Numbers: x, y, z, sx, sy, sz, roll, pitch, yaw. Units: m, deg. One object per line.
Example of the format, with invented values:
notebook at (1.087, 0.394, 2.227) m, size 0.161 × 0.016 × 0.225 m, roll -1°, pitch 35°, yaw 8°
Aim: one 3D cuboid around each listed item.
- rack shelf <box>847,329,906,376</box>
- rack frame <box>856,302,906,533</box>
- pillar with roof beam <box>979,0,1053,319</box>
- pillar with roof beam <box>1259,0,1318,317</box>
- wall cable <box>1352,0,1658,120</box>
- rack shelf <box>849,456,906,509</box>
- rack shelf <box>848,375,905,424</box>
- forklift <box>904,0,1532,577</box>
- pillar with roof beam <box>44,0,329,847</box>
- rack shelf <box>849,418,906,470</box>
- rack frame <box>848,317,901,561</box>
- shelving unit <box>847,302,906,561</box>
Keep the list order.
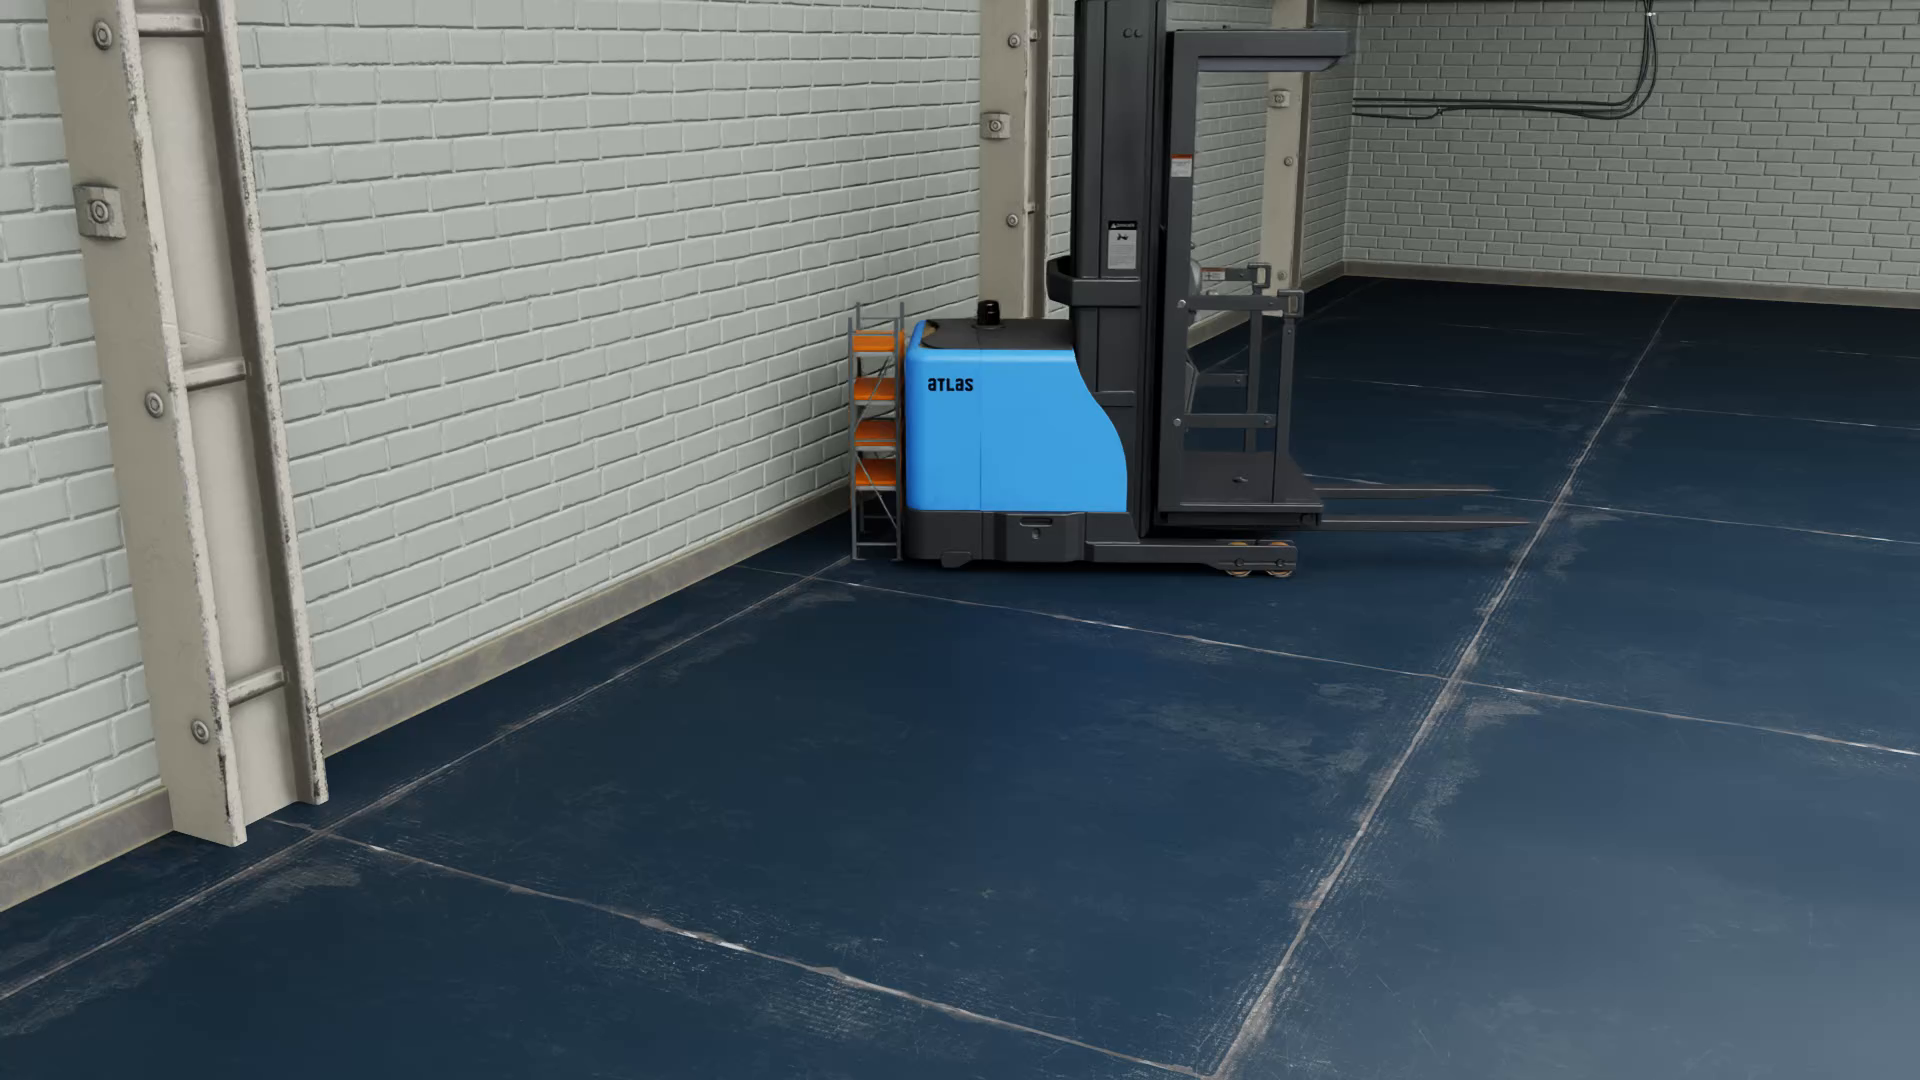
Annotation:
rack shelf at (-0.405, -0.922, 8.142) m, size 0.258 × 0.148 × 0.480 m, roll 0°, pitch 17°, yaw 1°
rack frame at (-0.400, -0.615, 8.488) m, size 0.240 × 1.200 × 0.015 m, roll 0°, pitch 17°, yaw 1°
pillar with roof beam at (4.188, -4.393, 7.511) m, size 9.100 × 9.000 × 0.400 m, roll 8°, pitch 18°, yaw 25°
pillar with roof beam at (6.869, -5.922, 12.656) m, size 9.100 × 9.000 × 0.400 m, roll 8°, pitch 18°, yaw 25°
wall cable at (5.517, -5.563, 16.902) m, size 3.097 × 2.526 × 0.112 m, roll 8°, pitch 18°, yaw 25°
rack shelf at (-0.405, -0.291, 8.329) m, size 0.258 × 0.148 × 0.480 m, roll 0°, pitch 17°, yaw 1°
rack shelf at (-0.405, -0.695, 8.209) m, size 0.258 × 0.148 × 0.480 m, roll 0°, pitch 17°, yaw 1°
forklift at (1.255, -1.382, 8.028) m, size 3.031 × 2.935 × 1.130 m, roll 0°, pitch 17°, yaw 2°
pillar with roof beam at (1.507, -2.865, 2.365) m, size 9.100 × 9.000 × 0.400 m, roll 8°, pitch 18°, yaw 25°
rack shelf at (-0.405, -0.481, 8.273) m, size 0.258 × 0.148 × 0.480 m, roll 0°, pitch 17°, yaw 1°
rack frame at (-0.409, -0.476, 8.020) m, size 0.240 × 1.200 × 0.015 m, roll 0°, pitch 17°, yaw 1°
shelving unit at (-0.405, -0.546, 8.254) m, size 0.258 × 1.200 × 0.503 m, roll 0°, pitch 17°, yaw 1°
